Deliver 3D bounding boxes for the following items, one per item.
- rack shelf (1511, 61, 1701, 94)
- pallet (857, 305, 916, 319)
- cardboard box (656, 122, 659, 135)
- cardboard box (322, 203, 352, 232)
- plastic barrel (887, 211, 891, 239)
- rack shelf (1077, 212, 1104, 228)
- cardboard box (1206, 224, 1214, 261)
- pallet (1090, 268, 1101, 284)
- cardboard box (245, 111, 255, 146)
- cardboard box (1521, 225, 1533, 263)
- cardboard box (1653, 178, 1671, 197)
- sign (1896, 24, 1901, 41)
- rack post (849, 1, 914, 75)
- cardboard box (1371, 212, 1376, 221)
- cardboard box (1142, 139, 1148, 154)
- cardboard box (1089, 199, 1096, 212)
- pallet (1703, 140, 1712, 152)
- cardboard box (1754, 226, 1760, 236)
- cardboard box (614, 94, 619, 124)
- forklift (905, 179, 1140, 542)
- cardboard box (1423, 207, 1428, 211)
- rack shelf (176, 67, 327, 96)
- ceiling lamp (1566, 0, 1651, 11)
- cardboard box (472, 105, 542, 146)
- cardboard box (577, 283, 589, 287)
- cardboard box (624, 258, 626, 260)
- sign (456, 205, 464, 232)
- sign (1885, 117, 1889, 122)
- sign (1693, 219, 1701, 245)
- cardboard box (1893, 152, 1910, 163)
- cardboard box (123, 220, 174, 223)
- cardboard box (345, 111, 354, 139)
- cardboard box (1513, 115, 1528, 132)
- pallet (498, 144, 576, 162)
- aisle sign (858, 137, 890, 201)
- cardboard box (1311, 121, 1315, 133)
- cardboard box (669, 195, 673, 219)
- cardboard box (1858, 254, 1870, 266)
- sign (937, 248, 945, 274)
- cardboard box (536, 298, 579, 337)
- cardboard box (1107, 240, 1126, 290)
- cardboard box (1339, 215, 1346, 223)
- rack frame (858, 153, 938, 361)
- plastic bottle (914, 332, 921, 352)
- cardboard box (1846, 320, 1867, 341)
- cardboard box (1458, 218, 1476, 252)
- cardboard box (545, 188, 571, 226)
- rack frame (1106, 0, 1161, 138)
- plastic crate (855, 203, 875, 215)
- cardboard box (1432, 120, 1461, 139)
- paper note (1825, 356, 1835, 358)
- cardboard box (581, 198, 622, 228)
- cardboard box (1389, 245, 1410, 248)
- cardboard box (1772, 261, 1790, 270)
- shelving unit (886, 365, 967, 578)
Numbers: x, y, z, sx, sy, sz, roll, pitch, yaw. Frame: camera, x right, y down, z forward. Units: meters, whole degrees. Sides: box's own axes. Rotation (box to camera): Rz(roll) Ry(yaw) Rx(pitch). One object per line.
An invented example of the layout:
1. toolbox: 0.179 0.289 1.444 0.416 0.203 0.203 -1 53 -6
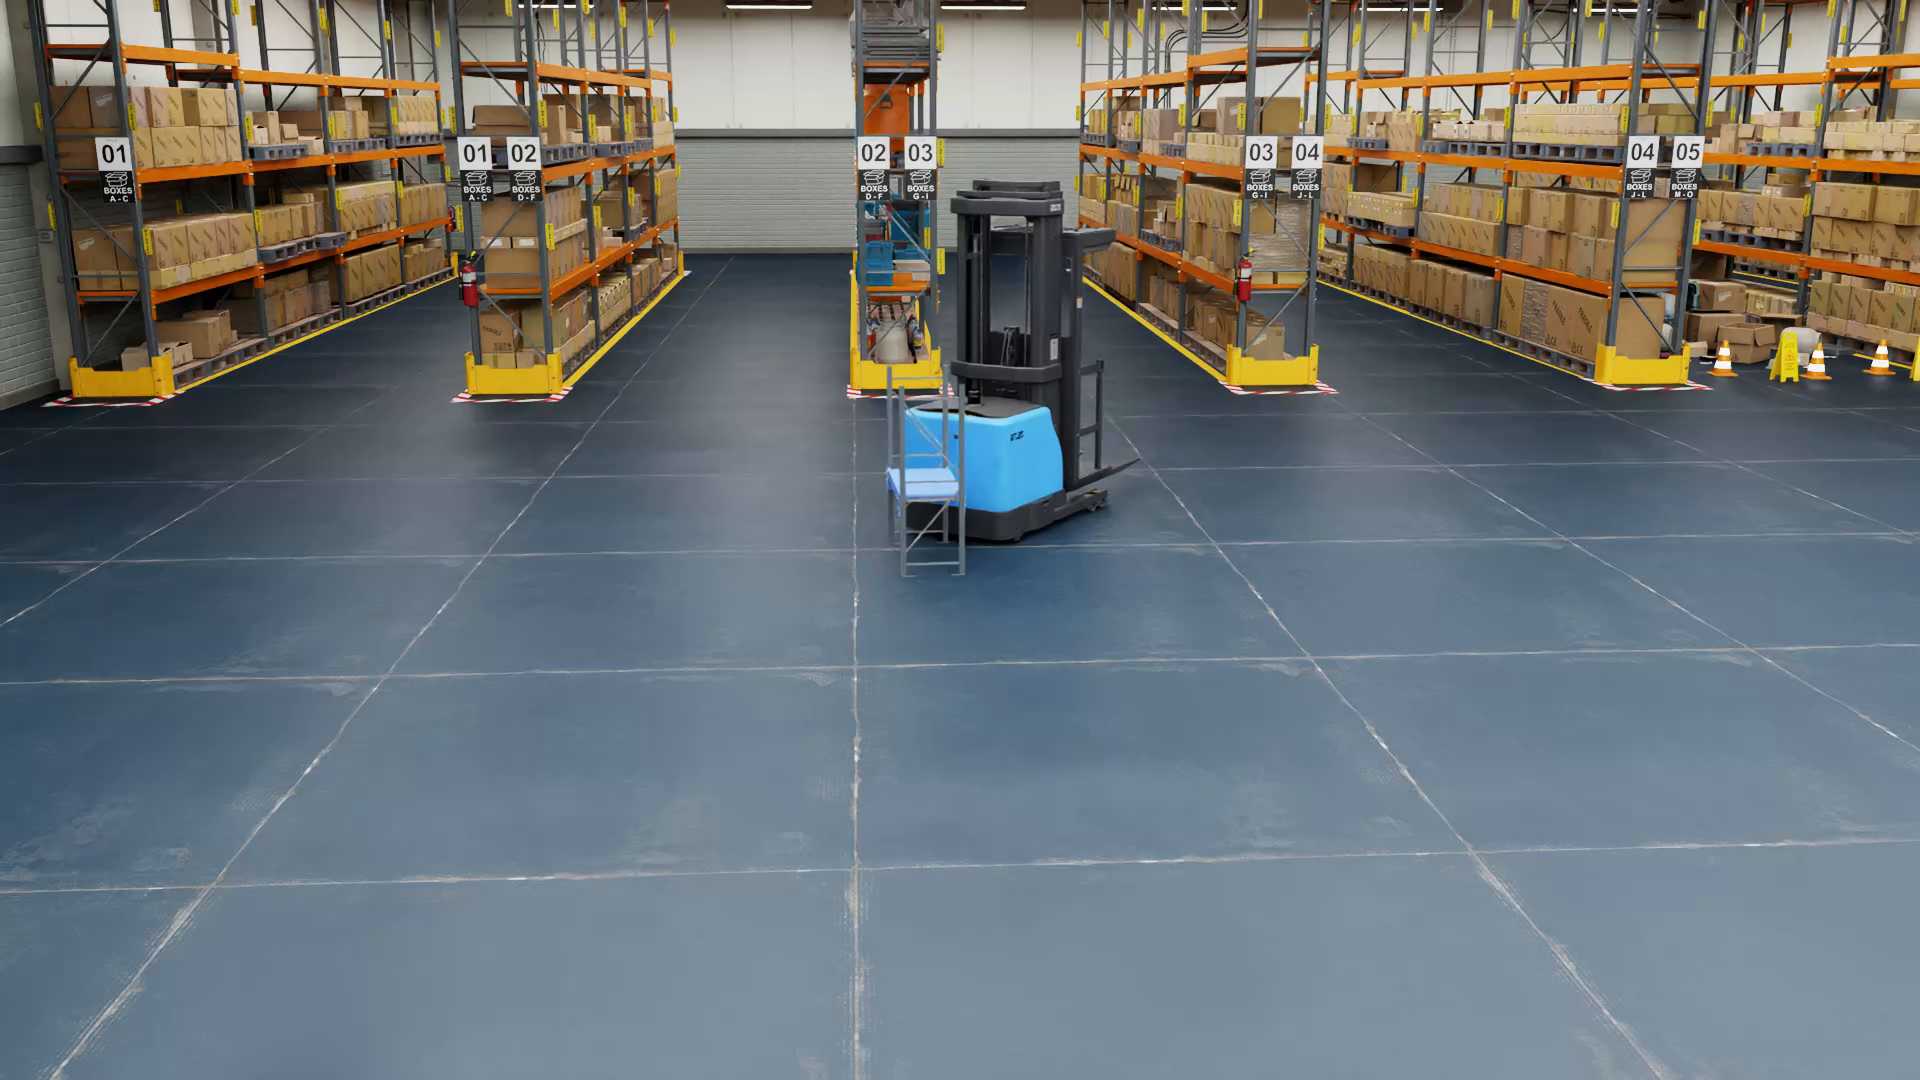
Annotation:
1. rack shelf: 8.981 -6.438 23.234 1.077 0.370 4.000 -1 14 -3
2. pallet: -1.281 -3.895 28.741 1.003 0.211 1.213 -1 14 -3
3. cardboard box: -6.298 -8.229 33.268 0.500 0.250 0.500 -1 14 -3
4. cardboard box: -10.953 -5.613 28.983 0.500 0.500 0.500 0 14 -2
5. plastic barrel: -0.960 -5.394 28.697 0.600 0.536 0.708 -1 14 -3
6. rack shelf: 3.281 -6.659 35.331 1.077 0.370 4.000 -1 14 -3
7. cardboard box: 3.984 -4.227 23.639 0.875 0.500 0.500 -1 14 -3
8. pallet: 3.357 -5.654 35.577 1.003 0.211 1.213 -1 14 -3
9. cardboard box: -10.885 -6.133 24.779 0.500 0.500 0.500 1 14 5
10. cardboard box: 8.949 -4.416 24.871 0.875 0.550 0.550 -1 14 -3
11. cardboard box: 13.211 -6.453 30.879 0.500 0.500 0.500 -1 14 -2
12. sign: 18.803 -10.185 33.359 0.100 0.325 0.005 -1 14 -3
13. rack post: -1.251 -7.934 26.404 1.013 1.000 3.121 -1 14 -3
14. cardboard box: 8.026 -6.151 31.573 0.380 0.149 0.250 -2 15 -6
15. cardboard box: 3.428 -6.774 28.617 0.500 0.250 0.500 -1 14 -2
16. cardboard box: 3.021 -7.069 35.184 0.500 0.250 0.500 -1 14 -5
17. pallet: 13.451 -7.189 30.305 1.213 0.211 1.003 0 14 -1
18. cardboard box: 13.435 -5.133 27.617 0.380 0.149 0.250 -1 14 -3
19. cardboard box: -6.287 -7.584 29.255 0.500 0.500 0.500 -1 14 -3
20. forklift: 0.692 -1.724 14.846 1.130 2.935 3.031 9 17 30
21. cardboard box: 8.741 -6.049 30.583 0.380 0.149 0.250 -1 14 -5
22. rack shelf: -11.055 -7.152 26.009 1.077 0.370 4.000 -1 14 -3
23. ceiling lamp: 15.512 -14.098 39.047 2.000 3.185 0.800 -1 14 -3
24. cardboard box: -5.770 -5.290 21.218 0.797 0.503 0.637 0 14 0
25. cardboard box: -6.425 -4.114 27.547 0.500 0.311 0.500 -1 14 -5
26. cardboard box: -6.696 -5.236 32.492 0.500 0.500 0.500 -2 15 -6
27. sign: -6.282 -4.044 20.925 0.100 0.325 0.005 -1 14 -3
28. sign: 14.333 -6.387 25.772 0.100 0.325 0.005 -1 14 -3
29. sign: 9.659 -4.042 21.819 0.100 0.325 0.005 -1 14 -3
30. cardboard box: 13.598 -5.475 23.771 0.380 0.149 0.250 -1 14 -4
31. cardboard box: -11.013 -4.089 22.656 0.500 0.500 0.500 -1 14 -3
32. cardboard box: -11.416 -7.511 30.096 0.700 0.500 0.500 -1 14 -3
33. cardboard box: 8.608 -6.222 24.829 0.500 0.250 0.500 -1 14 -3
34. pallet: -5.836 -5.264 22.623 1.003 0.211 1.213 -1 14 -3
35. aisle sign: -1.087 -4.686 21.001 0.394 0.787 0.004 -1 14 -3
36. cardboard box: 7.915 -8.935 36.013 0.500 0.250 0.500 -1 14 -4
37. cardboard box: -6.370 -7.041 35.171 0.500 0.500 0.500 -1 14 -3
38. cardboard box: 13.561 -4.150 24.641 0.380 0.149 0.250 -1 14 -3
39. sign: -0.246 -3.591 21.406 0.100 0.325 0.005 -1 14 -3
40. cardboard box: -5.641 -3.118 23.297 0.500 0.500 0.500 -1 14 -3
41. cardboard box: 3.521 -5.303 32.040 1.225 0.875 0.875 -1 14 -5
42. cardboard box: 7.986 -6.570 34.044 0.380 0.149 0.250 -1 14 -5
43. rack frame: -0.795 -3.449 21.412 1.000 3.000 0.127 -1 14 -3
44. plastic bottle: -0.596 -2.797 23.468 0.097 0.271 0.097 0 14 0
45. cardboard box: 13.638 -3.130 24.846 0.500 0.250 0.500 -1 14 -4
46. cardboard box: 8.496 -4.997 27.228 0.500 0.500 0.500 -1 14 -3
47. cardboard box: -5.890 -4.685 23.410 0.700 0.500 0.500 -1 14 -3
48. rack frame: 3.405 -9.415 32.561 1.000 3.000 0.127 -1 14 -3
49. plastic crate: -1.908 -6.566 33.436 0.392 0.384 0.575 -1 14 -3
50. cardboard box: 8.435 -7.045 28.501 0.500 0.311 0.500 -1 14 -3
51. paper note: 12.788 -2.698 24.452 0.142 0.019 0.148 -6 16 -23
52. cardboard box: -6.386 -5.770 29.388 0.700 0.500 0.500 -6 16 -22
53. cardboard box: 8.679 -5.608 32.471 0.500 0.250 0.500 0 14 -1
54. cardboard box: 18.024 -6.103 35.901 0.700 0.500 0.500 -1 14 -6
55. shelving unit: -0.280 -0.567 13.220 0.538 1.500 1.048 -2 15 -7
